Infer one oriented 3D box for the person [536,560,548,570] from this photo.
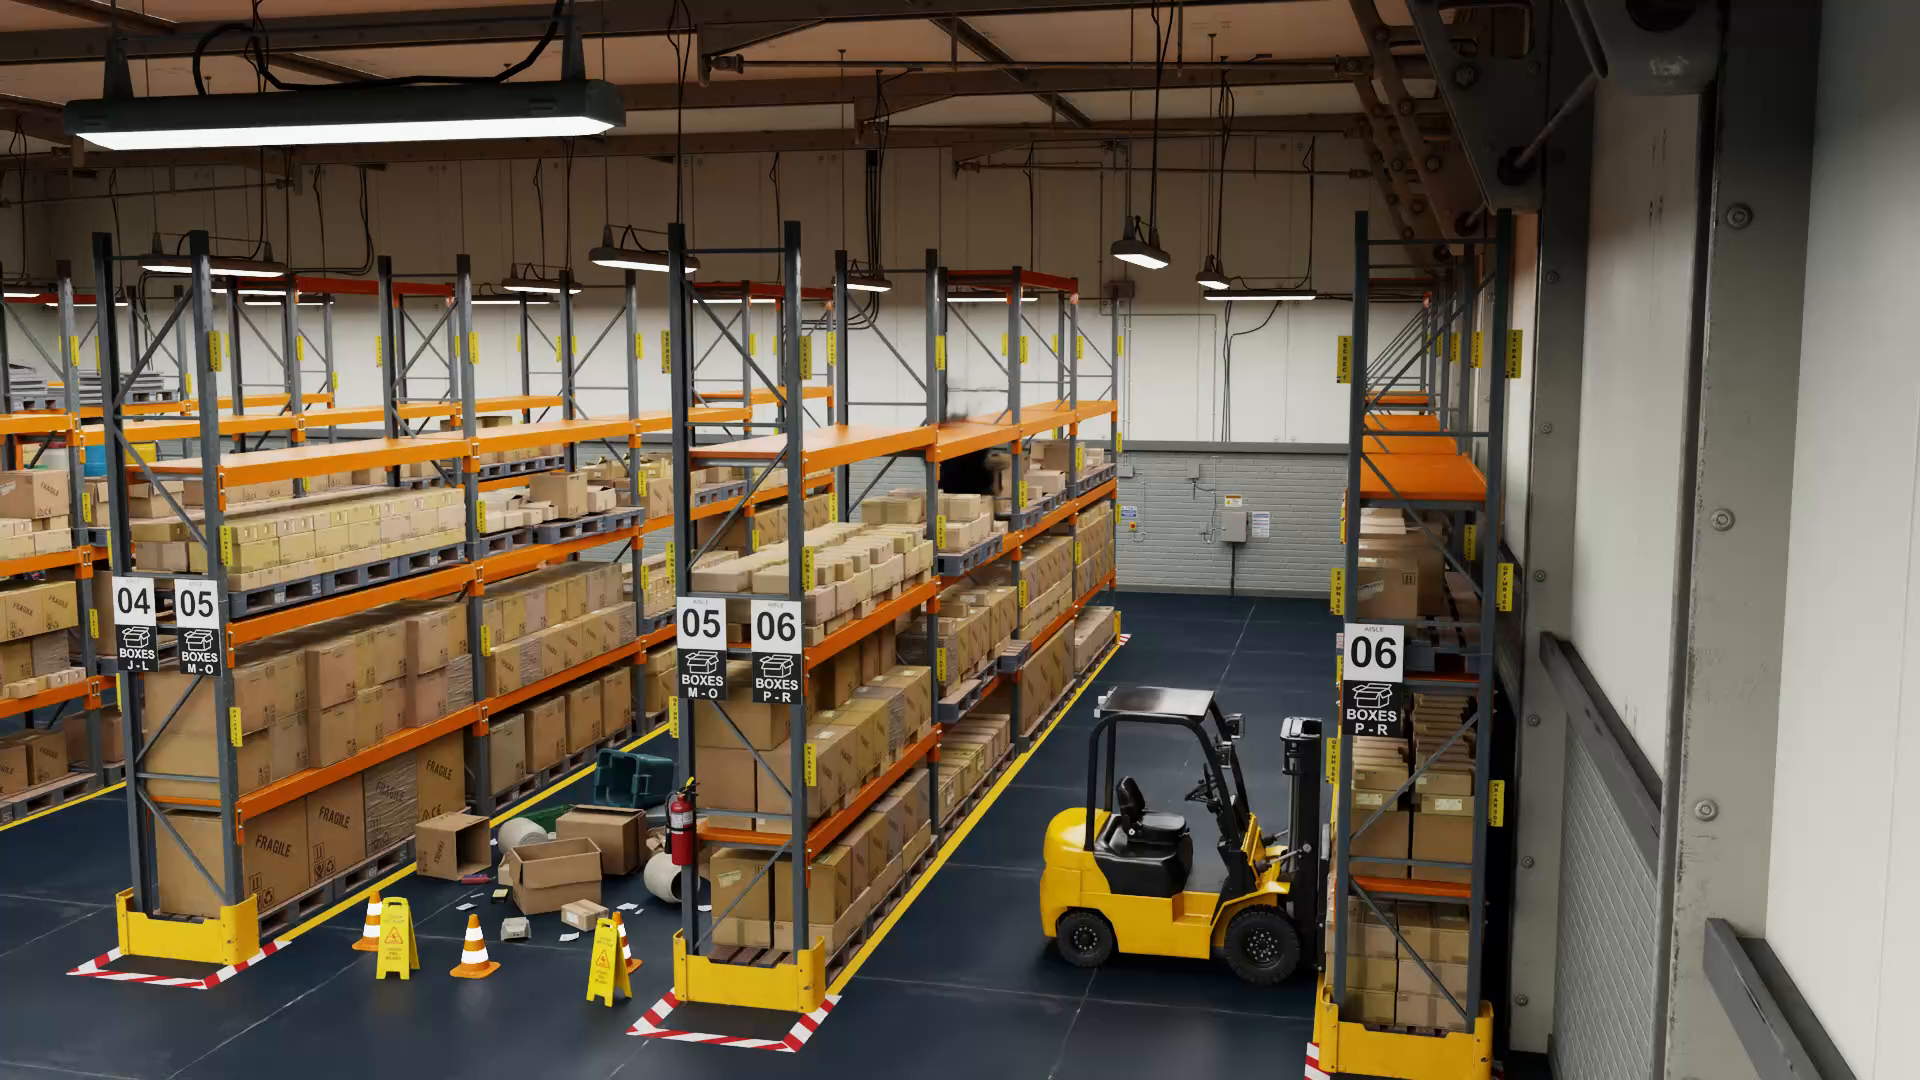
[{"bbox_3d":[-6.608,1.103,26.395,0.569,1.673,0.955,0,7,4],"label":"person"}]
